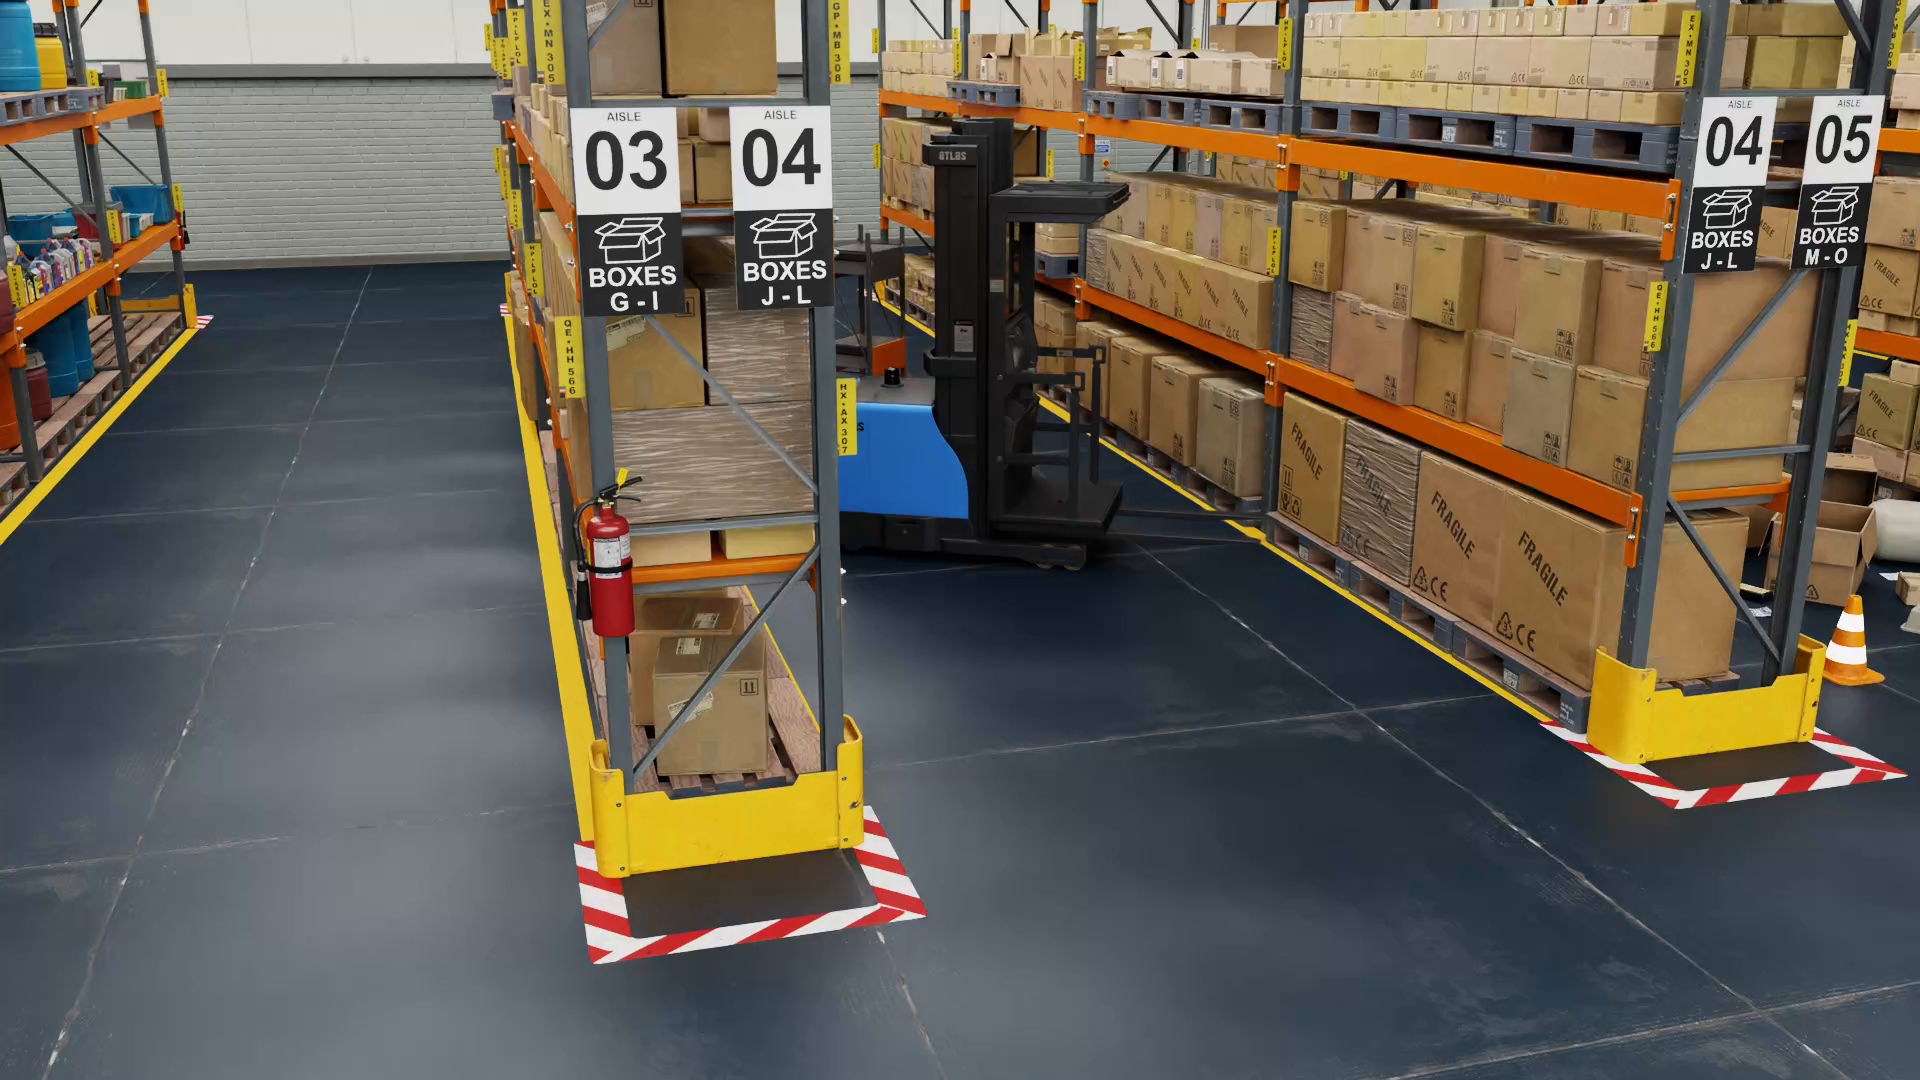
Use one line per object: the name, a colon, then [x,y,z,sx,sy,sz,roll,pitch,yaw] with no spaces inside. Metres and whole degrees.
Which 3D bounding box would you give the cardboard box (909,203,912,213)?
cardboard box: [-0.444,-4.326,21.576,0.380,0.149,0.250,-5,17,-16]

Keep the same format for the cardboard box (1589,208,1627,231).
cardboard box: [6.377,-3.157,15.827,0.500,0.500,0.500,-4,17,-12]

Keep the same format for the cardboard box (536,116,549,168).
cardboard box: [-1.949,-2.098,8.768,0.500,0.250,0.500,-5,18,-17]

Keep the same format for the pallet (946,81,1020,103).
pallet: [0.562,-4.906,18.184,1.213,0.211,1.003,-5,17,-15]

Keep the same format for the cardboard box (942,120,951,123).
cardboard box: [0.051,-5.124,21.369,0.500,0.500,0.500,-4,17,-12]

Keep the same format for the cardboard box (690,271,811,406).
cardboard box: [-0.893,-0.898,7.300,0.500,0.500,0.500,-5,17,-15]

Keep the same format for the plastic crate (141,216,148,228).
plastic crate: [-9.699,-3.700,19.408,0.396,0.136,0.243,-5,17,-15]

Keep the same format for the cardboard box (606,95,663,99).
cardboard box: [-1.560,-1.957,7.608,0.380,0.149,0.250,-4,17,-15]

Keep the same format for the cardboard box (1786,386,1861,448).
cardboard box: [7.279,-1.033,14.014,0.950,0.372,0.625,-4,17,-15]

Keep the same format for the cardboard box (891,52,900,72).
cardboard box: [-0.589,-6.163,21.434,0.500,0.250,0.500,-5,17,-16]

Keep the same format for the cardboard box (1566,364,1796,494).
cardboard box: [3.647,-0.591,8.443,0.875,0.550,0.550,-5,17,-15]

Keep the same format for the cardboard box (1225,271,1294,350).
cardboard box: [2.293,-1.697,12.214,0.500,0.500,0.500,-5,17,-16]

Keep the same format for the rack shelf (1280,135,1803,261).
rack shelf: [3.243,-2.065,9.649,1.077,0.370,4.000,-5,17,-15]

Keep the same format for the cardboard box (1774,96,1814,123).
cardboard box: [4.007,-2.105,8.065,0.380,0.149,0.250,-5,17,-15]

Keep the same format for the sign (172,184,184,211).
sign: [-9.639,-4.216,20.489,0.100,0.325,0.005,-5,17,-15]

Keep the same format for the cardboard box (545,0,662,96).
cardboard box: [-1.673,-2.331,7.723,0.500,0.500,0.500,-5,17,-15]

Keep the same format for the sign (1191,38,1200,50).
sign: [2.130,-4.396,15.123,0.100,0.325,0.005,-5,17,-15]

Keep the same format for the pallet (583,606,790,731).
pallet: [-1.546,0.695,9.273,1.003,0.211,1.213,-5,17,-15]

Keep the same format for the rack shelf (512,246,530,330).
rack shelf: [-3.752,-2.477,16.235,1.077,0.370,4.000,-5,17,-15]

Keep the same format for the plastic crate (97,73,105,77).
plastic crate: [-10.326,-5.335,19.512,0.497,0.269,0.590,-5,17,-15]

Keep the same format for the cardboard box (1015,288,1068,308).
cardboard box: [0.880,-2.445,17.188,0.500,0.250,0.500,-4,17,-14]

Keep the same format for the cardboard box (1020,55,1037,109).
cardboard box: [0.909,-4.531,16.434,0.500,0.500,0.500,-5,17,-15]

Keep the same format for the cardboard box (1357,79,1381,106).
cardboard box: [2.675,-2.754,10.225,0.380,0.149,0.250,-5,17,-16]

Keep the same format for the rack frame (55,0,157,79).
rack frame: [-10.163,-6.963,19.490,1.000,3.000,0.127,-5,17,-15]

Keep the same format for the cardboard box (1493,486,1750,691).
cardboard box: [3.543,0.214,8.987,0.875,0.875,0.875,-5,17,-15]

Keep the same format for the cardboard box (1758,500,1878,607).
cardboard box: [5.607,0.071,10.841,0.637,0.503,0.797,11,20,32]

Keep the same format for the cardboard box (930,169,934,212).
cardboard box: [-0.051,-4.184,19.978,0.500,0.500,0.500,-5,17,-17]

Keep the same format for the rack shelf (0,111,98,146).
rack shelf: [-8.514,-3.522,14.500,1.077,0.370,4.000,-5,17,-15]

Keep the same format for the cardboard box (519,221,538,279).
cardboard box: [-3.854,-2.715,15.602,0.500,0.500,0.500,-5,18,-17]

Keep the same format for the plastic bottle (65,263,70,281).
plastic bottle: [-8.311,-2.497,15.396,0.097,0.201,0.097,0,17,0]

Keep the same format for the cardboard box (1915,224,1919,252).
cardboard box: [7.457,-2.333,12.075,0.700,0.500,0.500,-5,17,-15]

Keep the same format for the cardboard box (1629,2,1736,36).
cardboard box: [3.374,-2.433,7.771,0.380,0.149,0.250,-5,17,-15]

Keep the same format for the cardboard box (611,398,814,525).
cardboard box: [-1.129,-0.400,7.379,0.875,0.500,0.500,-5,17,-15]

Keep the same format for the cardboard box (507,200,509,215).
cardboard box: [-5.097,-3.971,19.702,0.500,0.250,0.500,-5,17,-16]

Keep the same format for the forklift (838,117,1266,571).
forklift: [0.609,-1.364,11.399,3.031,2.935,1.130,4,17,12]

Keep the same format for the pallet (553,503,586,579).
pallet: [-2.319,-0.042,11.724,1.003,0.211,1.213,-5,17,-15]

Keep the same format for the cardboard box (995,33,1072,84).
cardboard box: [0.793,-4.988,17.222,0.797,0.503,0.637,-5,17,-16]

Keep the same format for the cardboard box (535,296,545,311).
cardboard box: [-2.963,-1.916,12.647,0.500,0.250,0.500,-5,17,-17]

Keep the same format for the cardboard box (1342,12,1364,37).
cardboard box: [2.607,-3.205,10.341,0.380,0.149,0.250,-5,17,-16]

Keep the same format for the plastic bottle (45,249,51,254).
plastic bottle: [-8.521,-2.583,15.559,0.097,0.271,0.097,0,17,0]

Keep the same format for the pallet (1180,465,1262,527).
pallet: [2.409,-0.398,12.910,1.003,0.211,1.213,-5,17,-15]

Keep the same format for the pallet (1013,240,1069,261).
pallet: [1.011,-3.085,17.342,1.003,0.211,1.213,-5,17,-15]

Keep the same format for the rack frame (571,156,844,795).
rack frame: [-1.004,-0.055,6.923,1.000,3.000,0.127,-5,17,-15]

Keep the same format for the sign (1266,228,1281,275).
sign: [2.174,-1.997,11.512,0.100,0.325,0.005,-5,17,-15]

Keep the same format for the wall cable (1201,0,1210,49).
wall cable: [5.706,-9.976,29.454,2.988,3.039,0.133,-5,17,-15]

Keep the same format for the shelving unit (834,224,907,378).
shelving unit: [-0.713,-1.310,12.663,0.431,2.100,0.503,9,19,27]

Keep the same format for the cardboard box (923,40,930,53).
cardboard box: [-0.234,-5.955,20.046,0.380,0.149,0.250,-5,17,-16]

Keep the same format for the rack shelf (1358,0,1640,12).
rack shelf: [5.776,-5.942,18.038,1.077,0.370,4.000,-5,17,-15]

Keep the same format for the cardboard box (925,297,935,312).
cardboard box: [-0.225,-2.943,20.760,0.380,0.149,0.250,-5,17,-15]

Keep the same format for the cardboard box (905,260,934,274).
cardboard box: [-0.502,-3.586,21.866,0.380,0.149,0.250,-6,18,-18]

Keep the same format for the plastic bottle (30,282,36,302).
plastic bottle: [-7.942,-2.126,14.161,0.097,0.201,0.097,0,17,0]

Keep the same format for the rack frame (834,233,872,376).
rack frame: [-0.830,-1.248,12.458,0.400,2.100,0.015,9,19,27]

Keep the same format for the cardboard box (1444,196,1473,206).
cardboard box: [5.644,-3.615,18.164,0.500,0.250,0.500,-5,17,-17]

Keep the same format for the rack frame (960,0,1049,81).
rack frame: [0.495,-6.612,18.322,1.000,3.000,0.127,-5,17,-15]

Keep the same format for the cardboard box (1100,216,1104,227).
cardboard box: [1.578,-3.080,16.182,0.380,0.149,0.250,-4,17,-13]

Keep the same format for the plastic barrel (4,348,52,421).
plastic barrel: [-8.426,-1.369,14.758,0.600,0.588,0.708,-5,17,-15]

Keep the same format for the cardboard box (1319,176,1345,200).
cardboard box: [4.853,-4.314,20.927,0.500,0.500,0.500,-5,17,-15]
